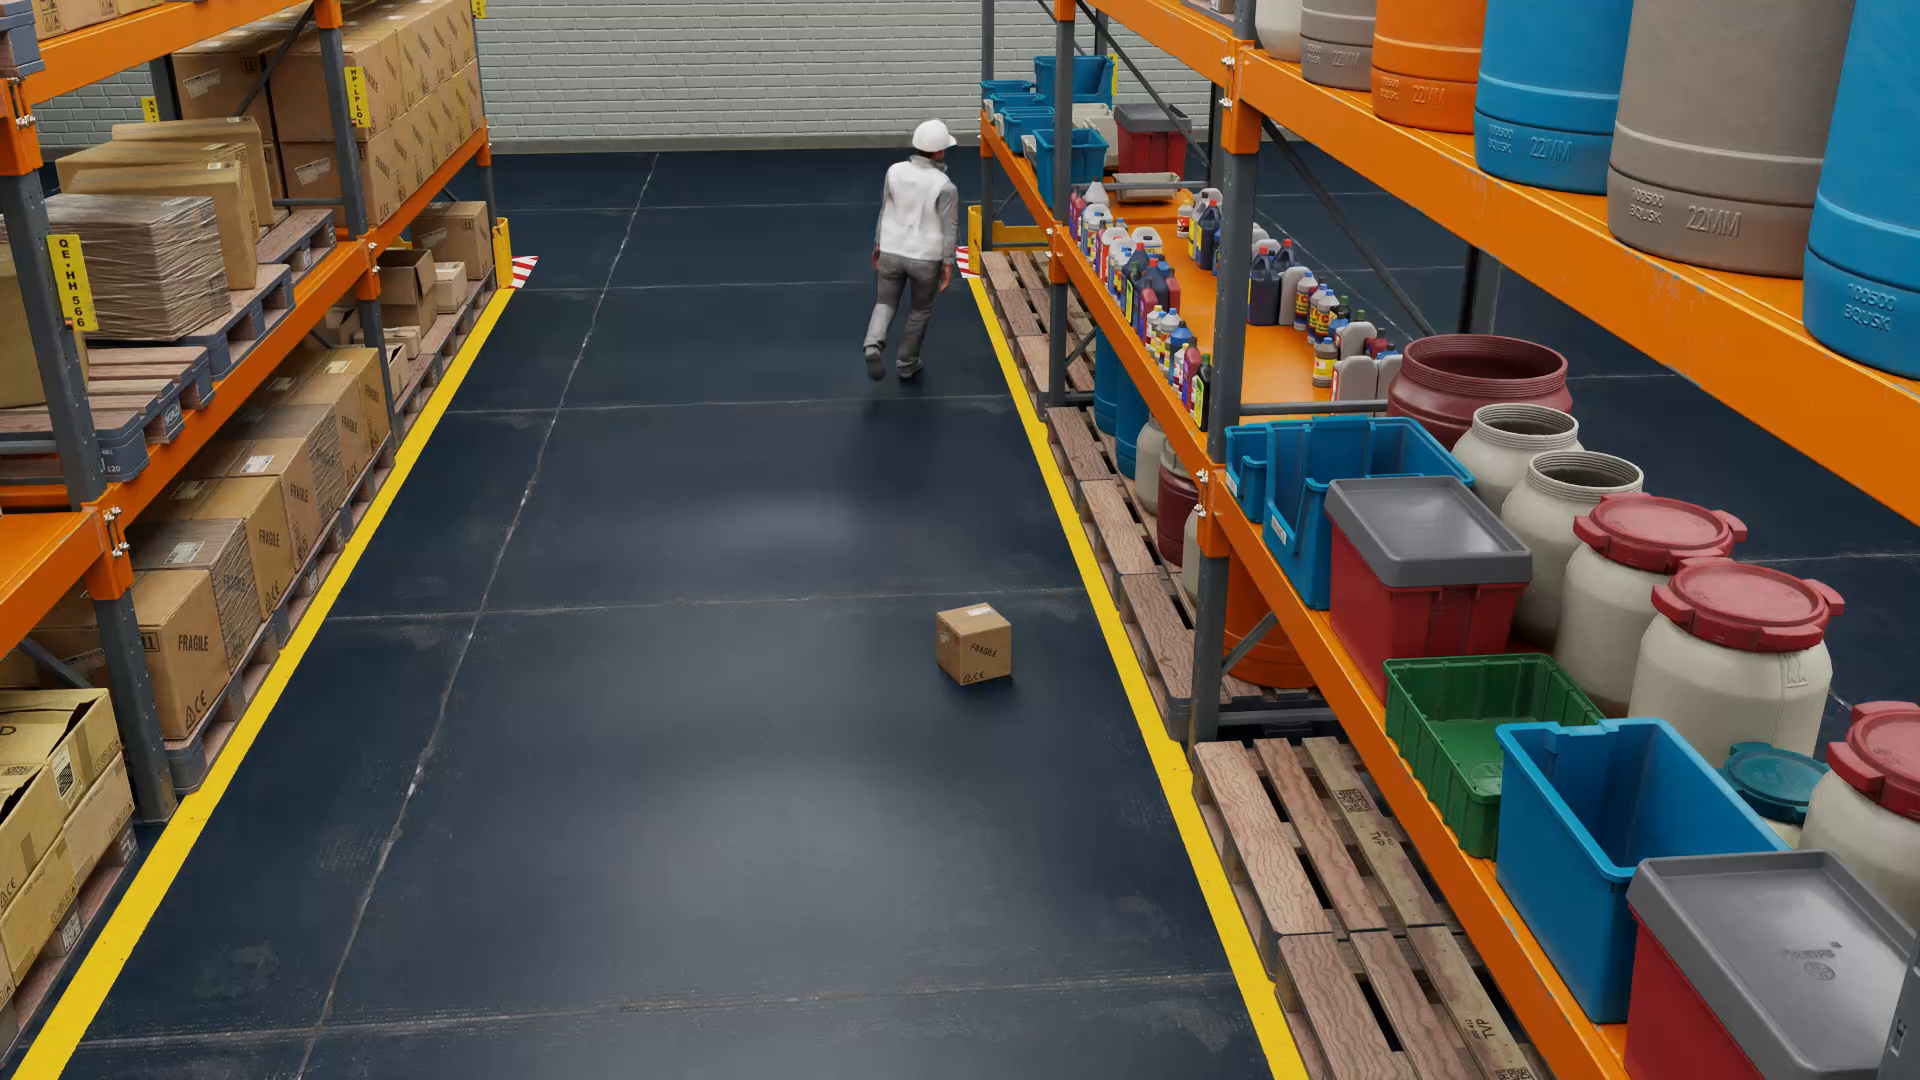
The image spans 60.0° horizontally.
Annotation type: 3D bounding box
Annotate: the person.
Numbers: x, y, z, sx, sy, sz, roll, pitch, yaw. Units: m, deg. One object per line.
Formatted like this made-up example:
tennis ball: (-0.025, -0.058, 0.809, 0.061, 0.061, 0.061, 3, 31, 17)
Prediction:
person: (-0.321, -1.842, 10.798, 0.626, 1.736, 0.773, 8, 25, 17)
